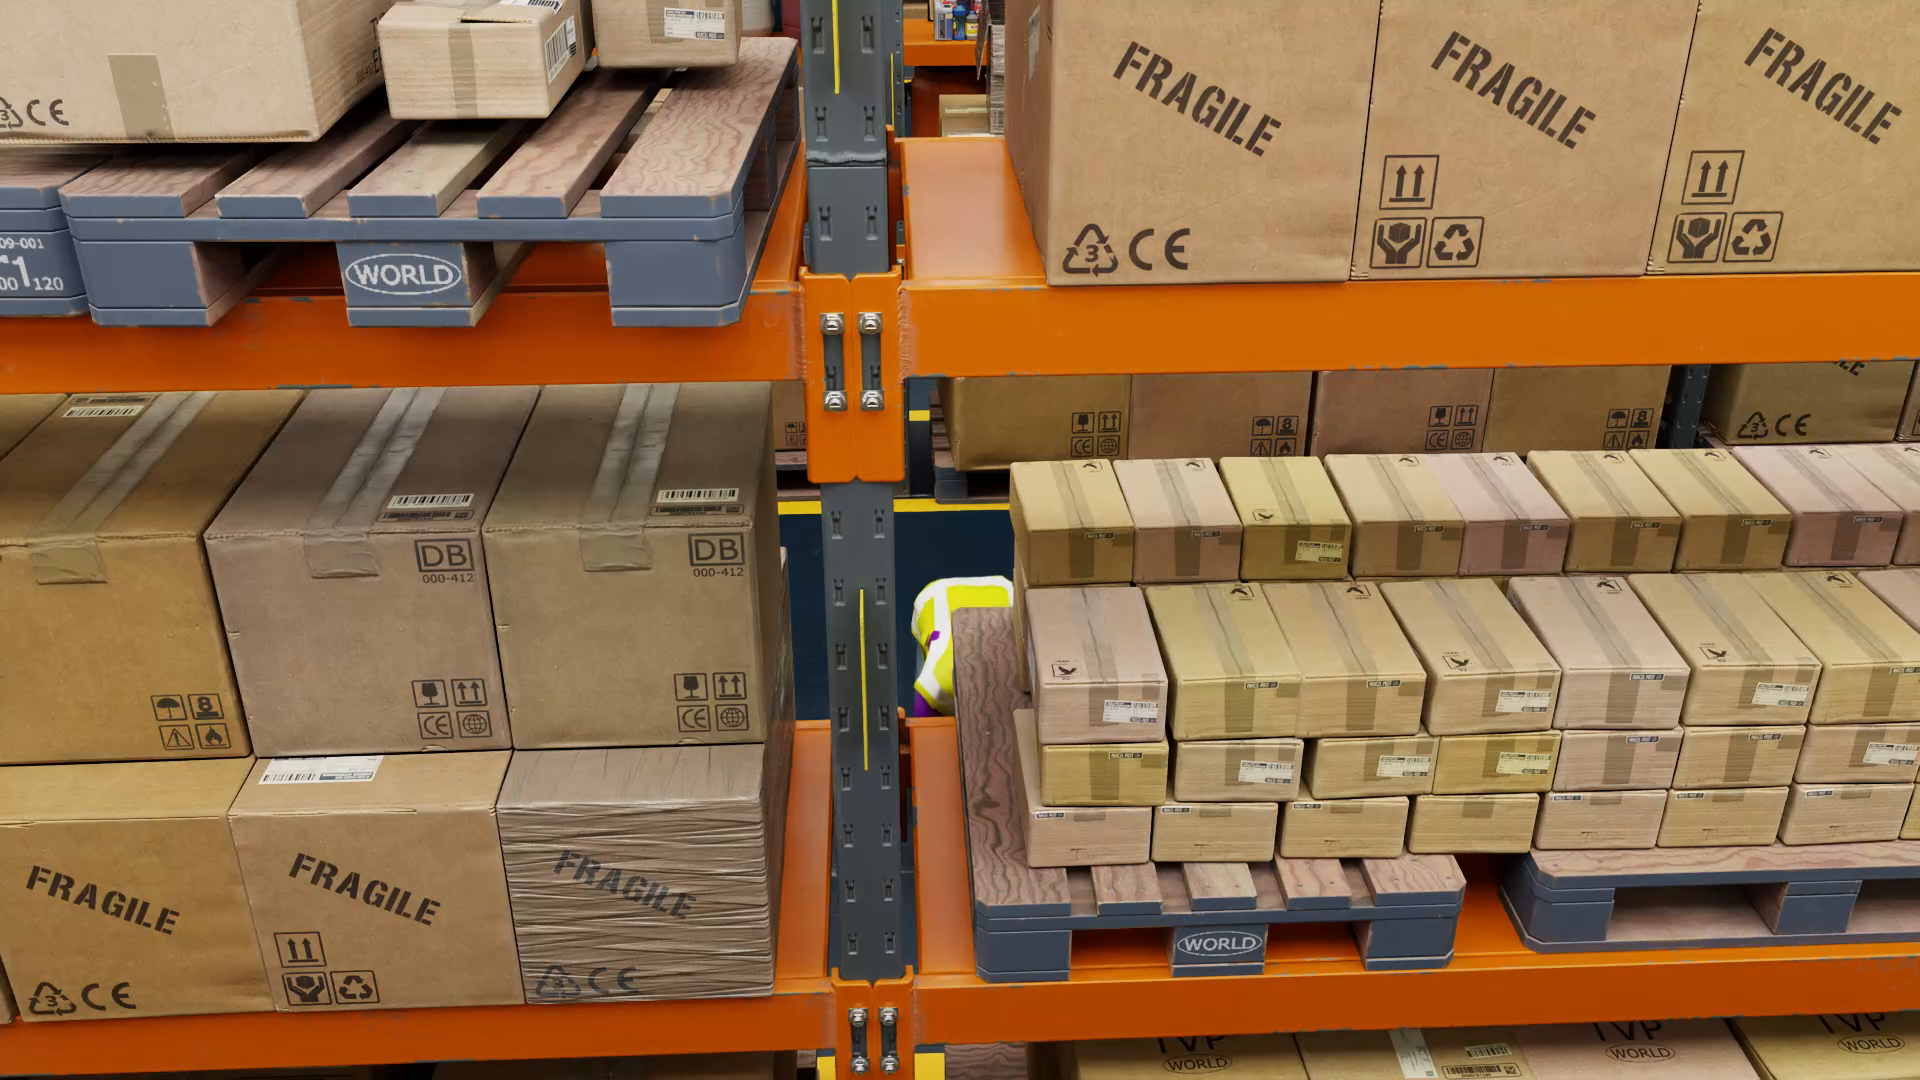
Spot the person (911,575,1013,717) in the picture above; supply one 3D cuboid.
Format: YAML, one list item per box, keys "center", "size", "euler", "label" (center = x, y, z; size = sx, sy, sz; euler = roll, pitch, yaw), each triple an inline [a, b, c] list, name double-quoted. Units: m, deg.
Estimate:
- center: [0.084, 0.644, 5.855]
  size: [0.508, 0.876, 0.980]
  euler: [-2, 27, -4]
  label: "person"
